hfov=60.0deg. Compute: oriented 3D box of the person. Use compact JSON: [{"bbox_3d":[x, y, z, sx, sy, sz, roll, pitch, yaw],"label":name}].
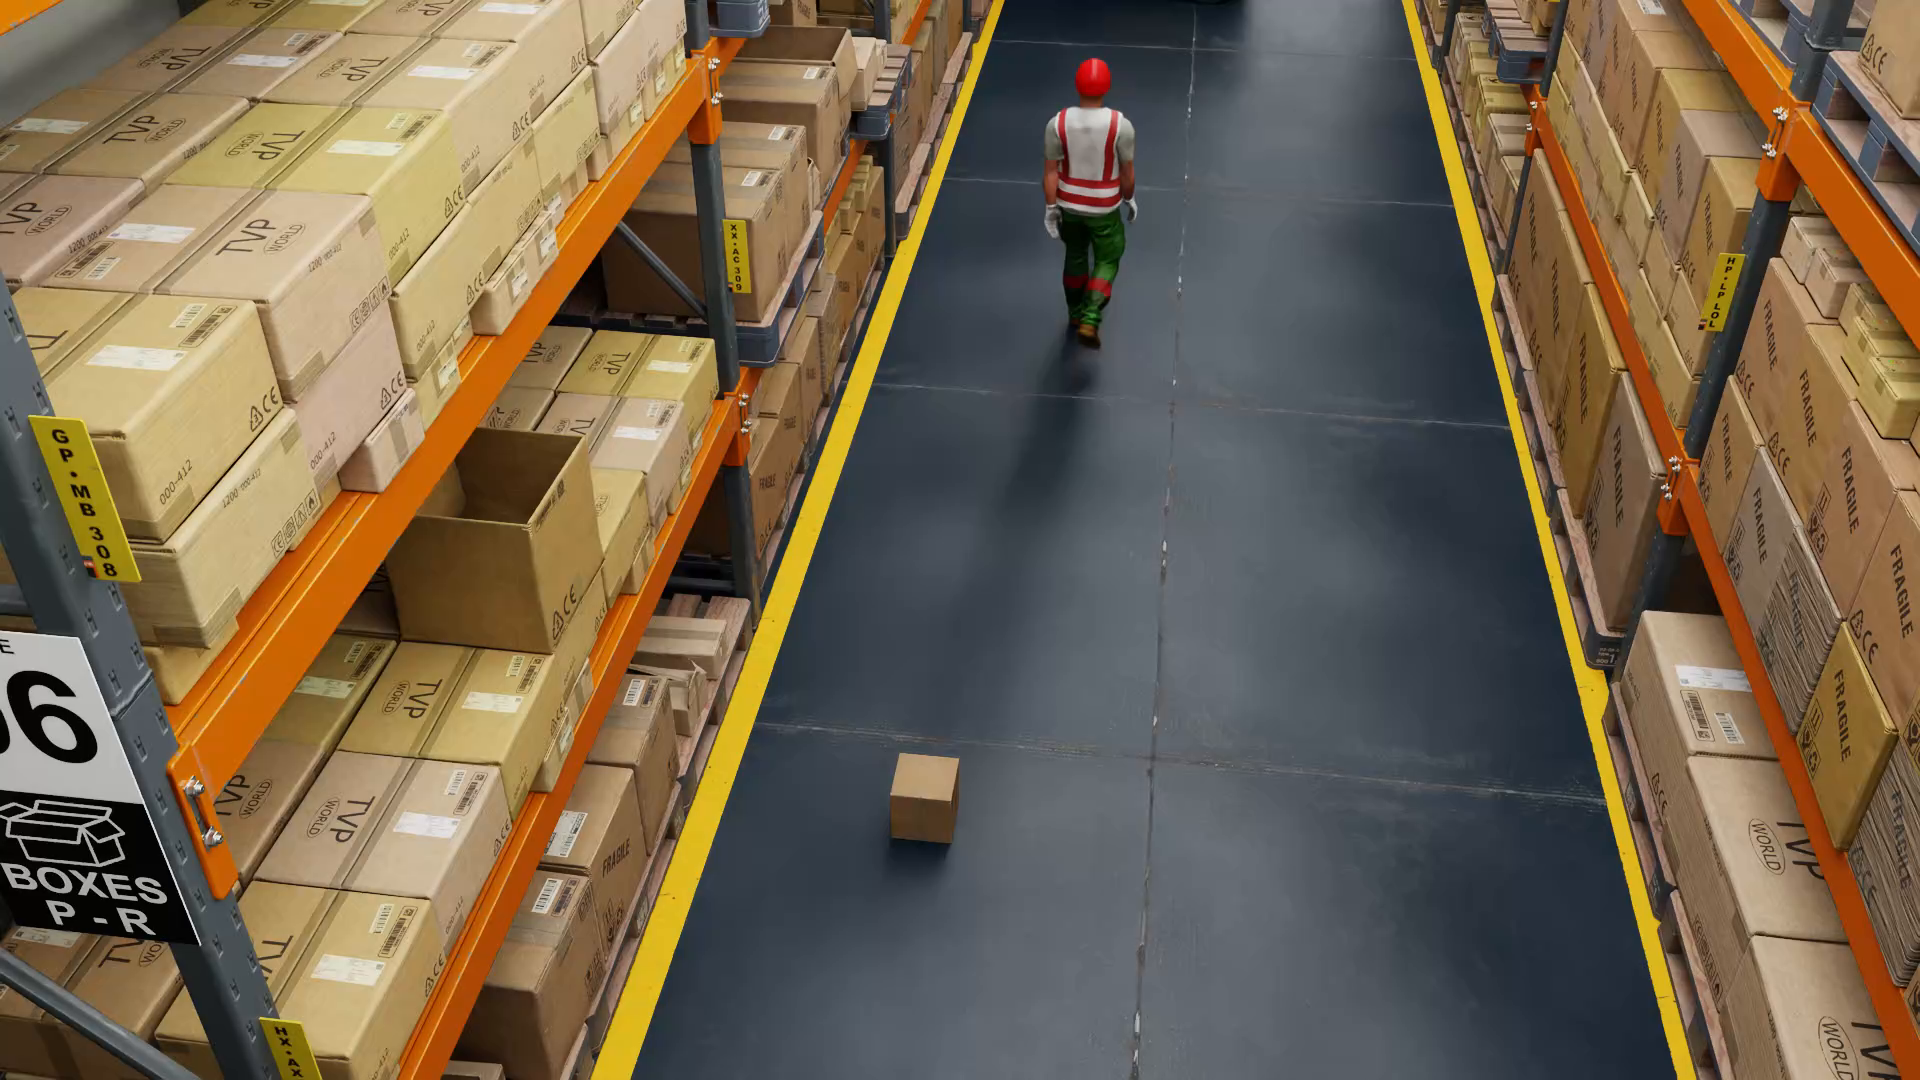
[{"bbox_3d":[0.755,-1.958,9.723,0.533,1.761,0.861,10,37,13],"label":"person"}]
